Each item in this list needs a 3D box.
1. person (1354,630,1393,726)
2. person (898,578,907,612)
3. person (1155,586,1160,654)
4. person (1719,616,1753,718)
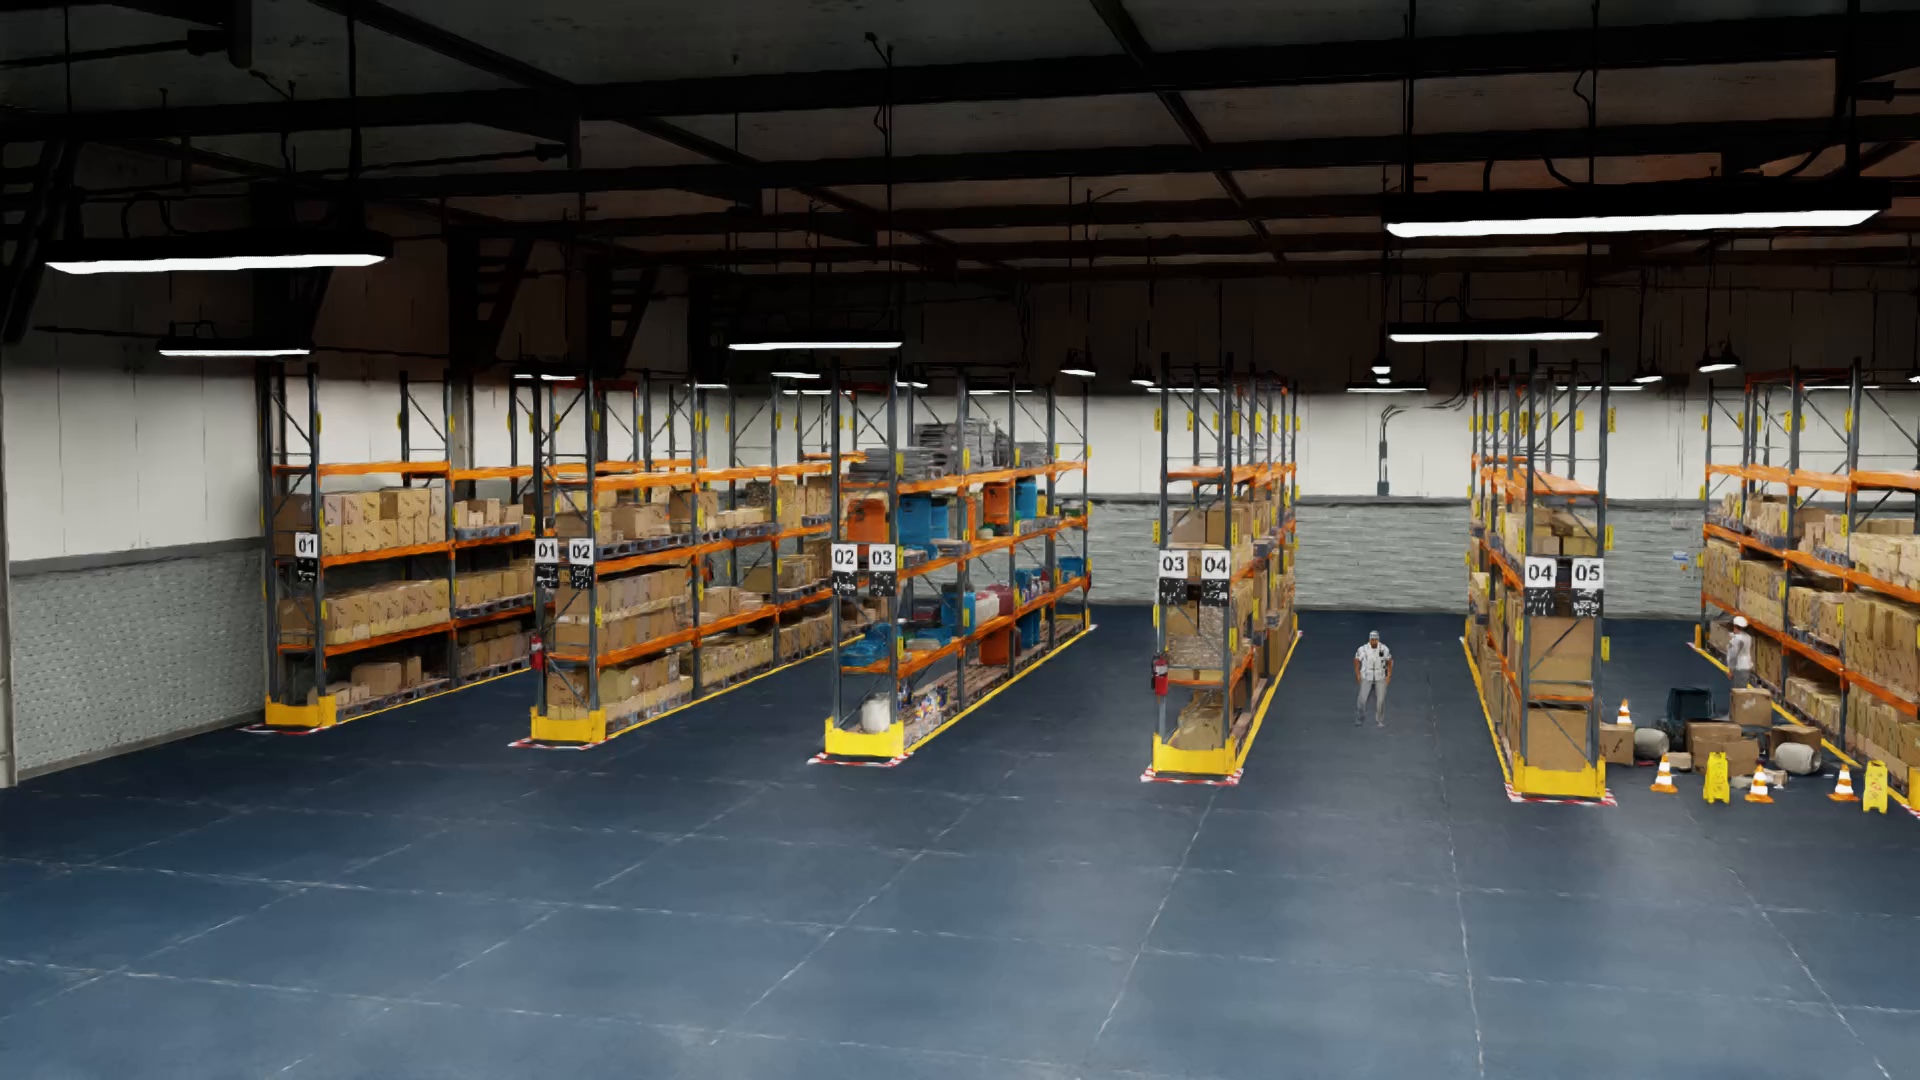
[{"bbox_3d":[6.808,2.278,27.416,0.625,1.611,0.582,1,4,13],"label":"person"},{"bbox_3d":[-1.421,1.148,42.790,0.673,1.661,0.529,-4,5,-42],"label":"person"},{"bbox_3d":[4.491,1.599,36.076,0.598,1.724,1.111,1,4,14],"label":"person"},{"bbox_3d":[12.970,2.150,27.764,0.584,1.768,0.640,3,5,40],"label":"person"}]
